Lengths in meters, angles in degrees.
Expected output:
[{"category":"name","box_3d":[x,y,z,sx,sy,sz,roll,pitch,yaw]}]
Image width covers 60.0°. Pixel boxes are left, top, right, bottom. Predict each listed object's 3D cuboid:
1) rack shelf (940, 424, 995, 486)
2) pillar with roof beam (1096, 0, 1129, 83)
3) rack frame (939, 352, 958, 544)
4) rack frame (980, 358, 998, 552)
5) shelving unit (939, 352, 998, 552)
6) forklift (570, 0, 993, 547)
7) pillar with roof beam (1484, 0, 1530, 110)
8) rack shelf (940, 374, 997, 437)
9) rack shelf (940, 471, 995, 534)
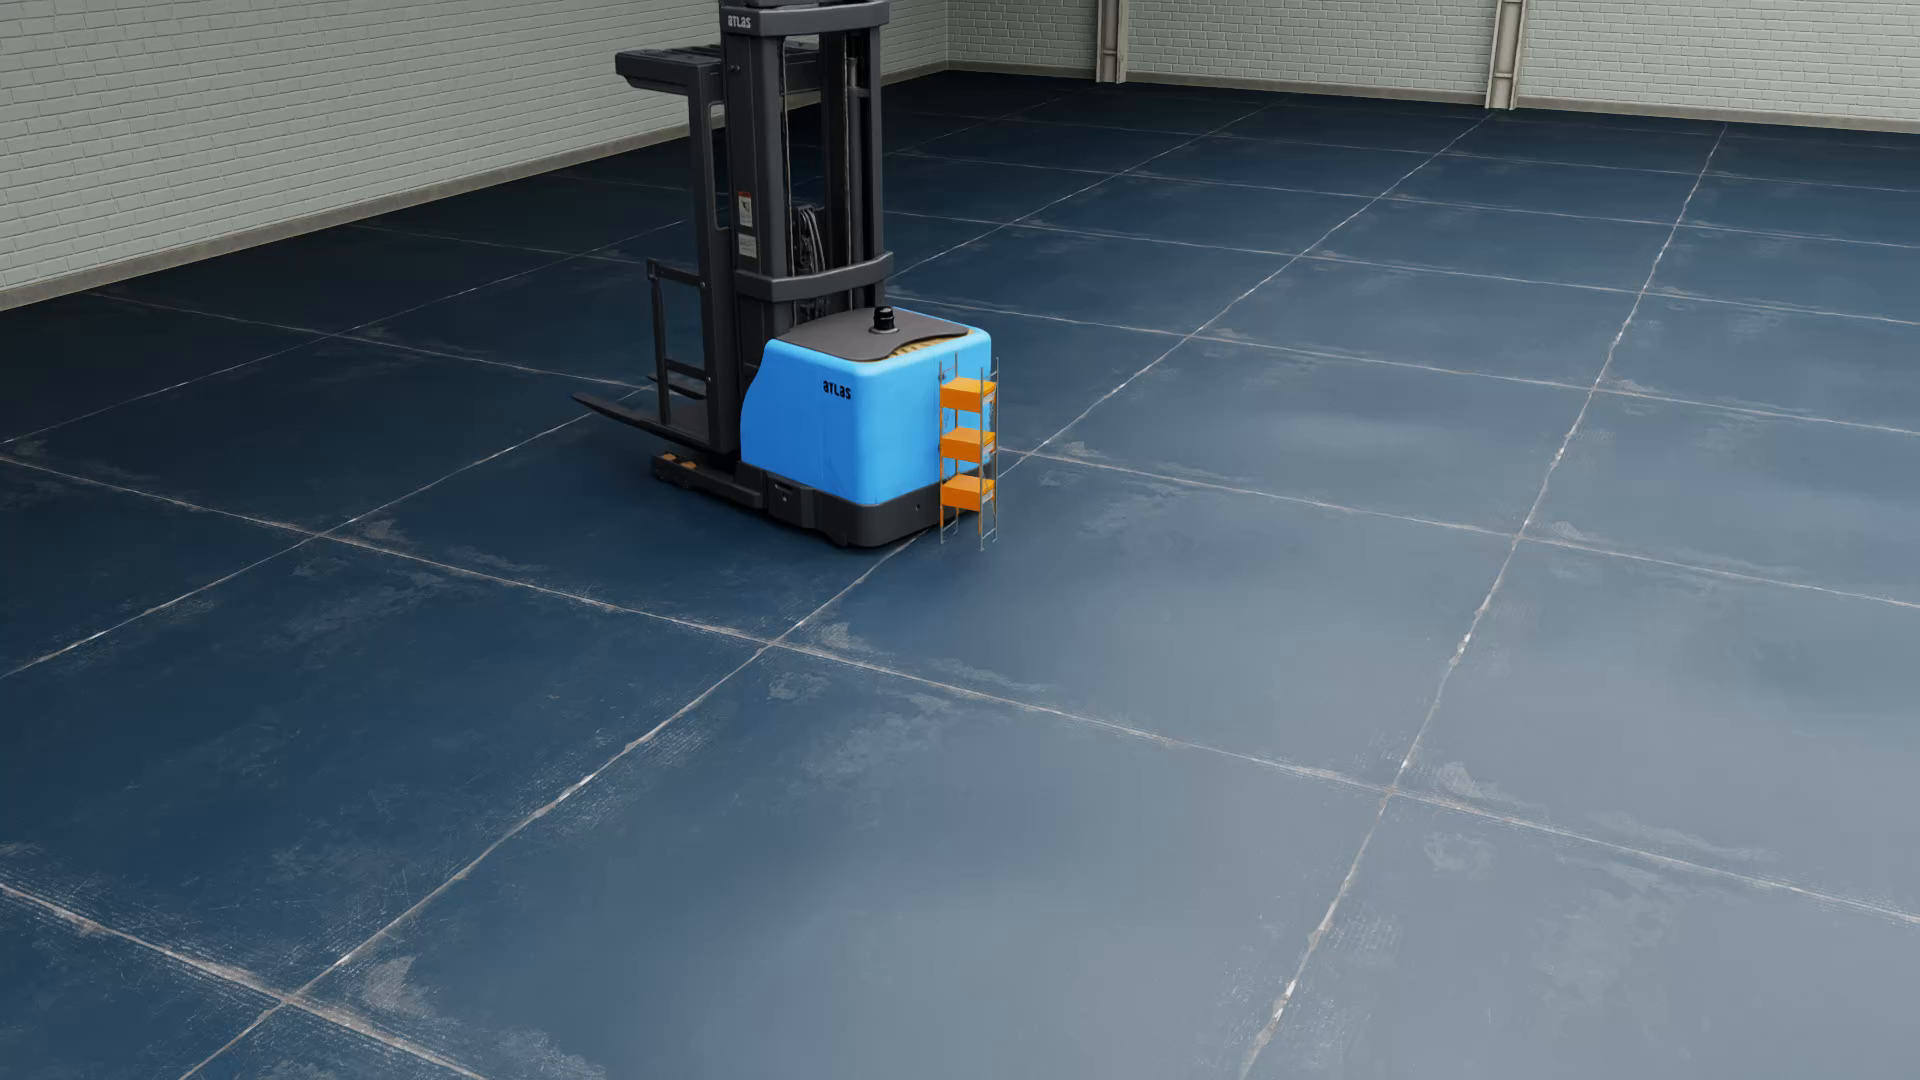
[{"category":"rack shelf","box_3d":[0.048,-0.464,9.026,0.240,0.259,0.215,11,25,25]},{"category":"pillar with roof beam","box_3d":[0.447,-9.893,21.014,0.400,9.000,9.100,11,25,25]},{"category":"rack frame","box_3d":[-0.061,-0.495,9.073,0.008,1.050,0.200,11,25,25]},{"category":"rack frame","box_3d":[0.157,-0.452,8.972,0.008,1.050,0.200,11,25,25]},{"category":"shelving unit","box_3d":[0.048,-0.474,9.022,0.252,1.050,0.215,11,25,25]},{"category":"forklift","box_3d":[-1.230,-1.783,9.697,3.031,2.935,1.130,20,30,39]},{"category":"pillar with roof beam","box_3d":[5.801,-8.834,18.523,0.400,9.000,9.100,11,25,25]},{"category":"rack shelf","box_3d":[0.048,-0.725,8.915,0.240,0.259,0.215,11,25,25]},{"category":"rack shelf","box_3d":[0.048,-0.208,9.135,0.240,0.259,0.215,11,25,25]}]
